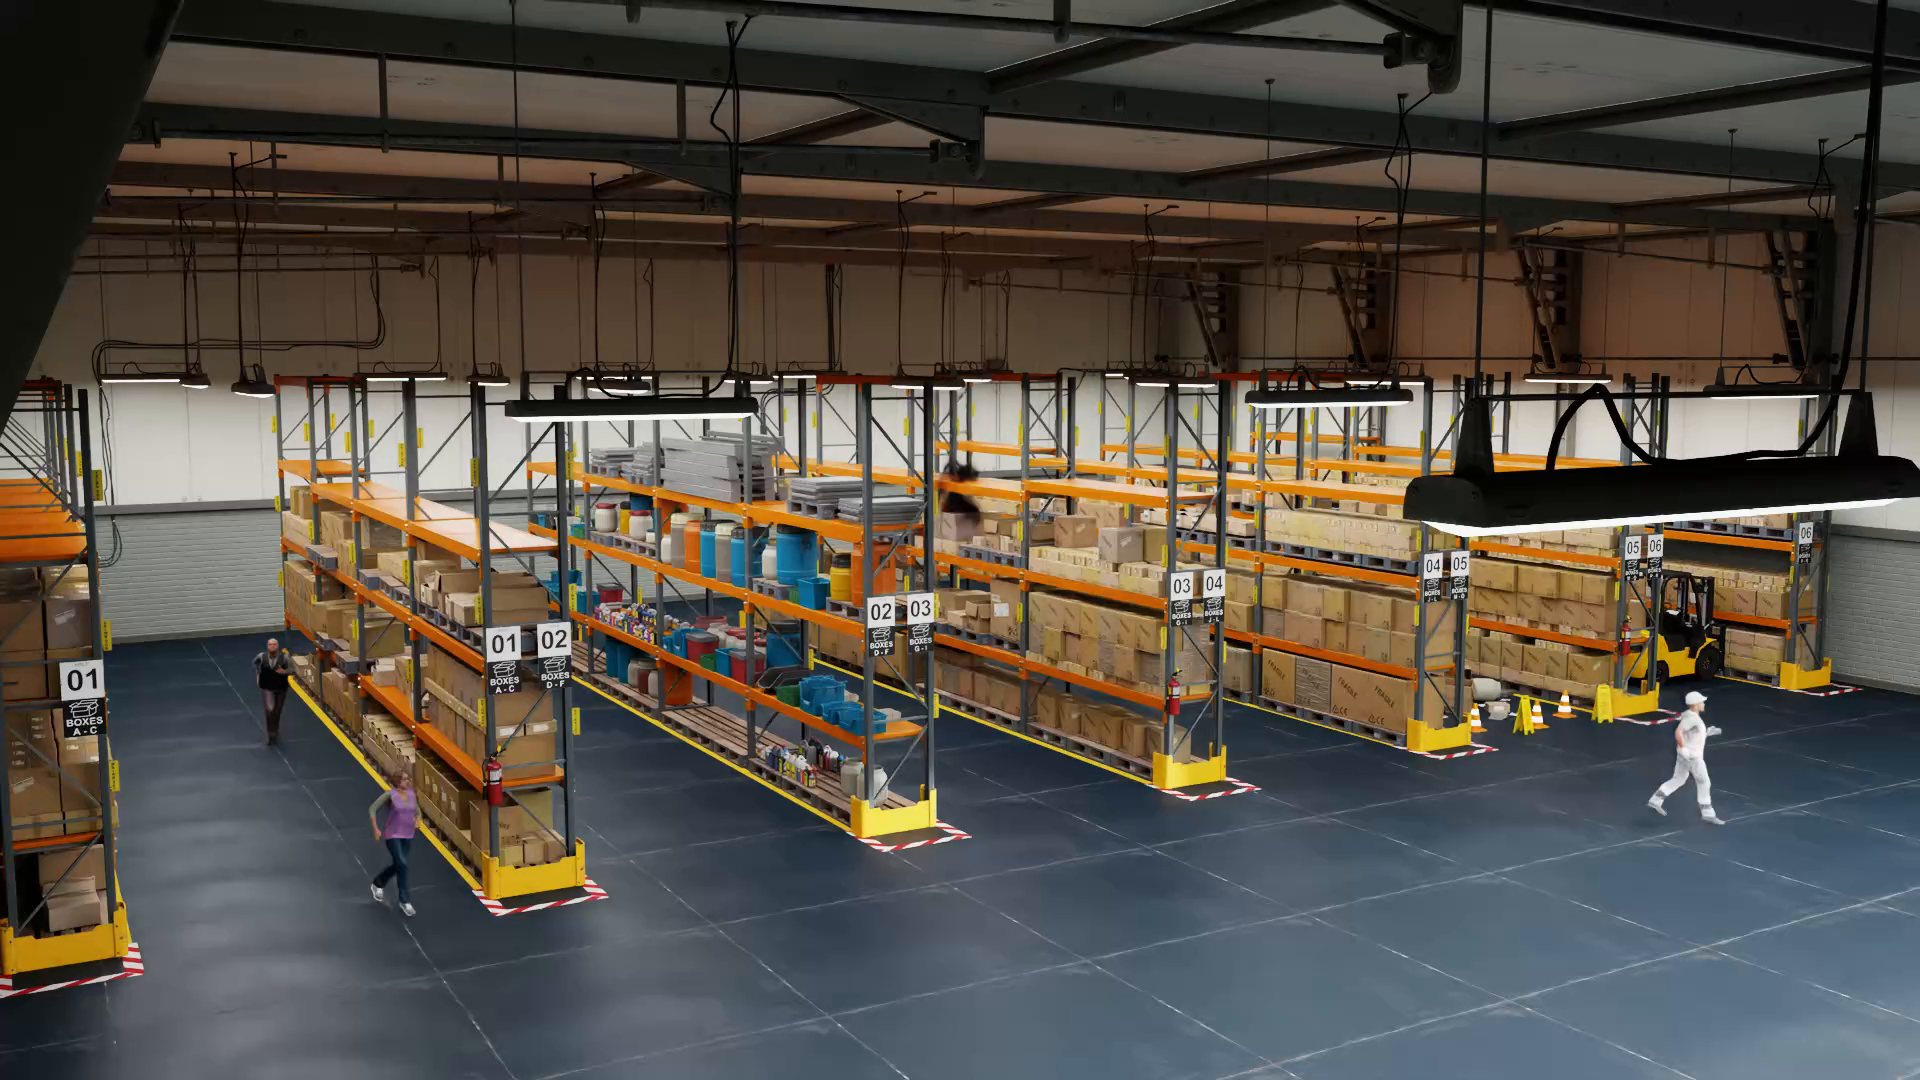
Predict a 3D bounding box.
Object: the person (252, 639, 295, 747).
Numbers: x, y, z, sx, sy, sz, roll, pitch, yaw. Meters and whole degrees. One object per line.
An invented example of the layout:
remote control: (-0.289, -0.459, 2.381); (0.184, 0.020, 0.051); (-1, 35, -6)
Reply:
person: (-11.298, 2.498, 27.422); (0.640, 1.785, 0.797); (-3, 7, -26)

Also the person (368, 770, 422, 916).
person: (-6.457, 3.453, 19.177); (0.788, 1.609, 0.556); (4, 8, 35)

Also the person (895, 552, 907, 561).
person: (-1.490, 1.041, 41.175); (0.740, 1.674, 0.888); (3, 7, 29)

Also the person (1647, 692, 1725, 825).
person: (9.886, 2.940, 22.559); (0.987, 1.793, 0.659); (1, 6, 9)
